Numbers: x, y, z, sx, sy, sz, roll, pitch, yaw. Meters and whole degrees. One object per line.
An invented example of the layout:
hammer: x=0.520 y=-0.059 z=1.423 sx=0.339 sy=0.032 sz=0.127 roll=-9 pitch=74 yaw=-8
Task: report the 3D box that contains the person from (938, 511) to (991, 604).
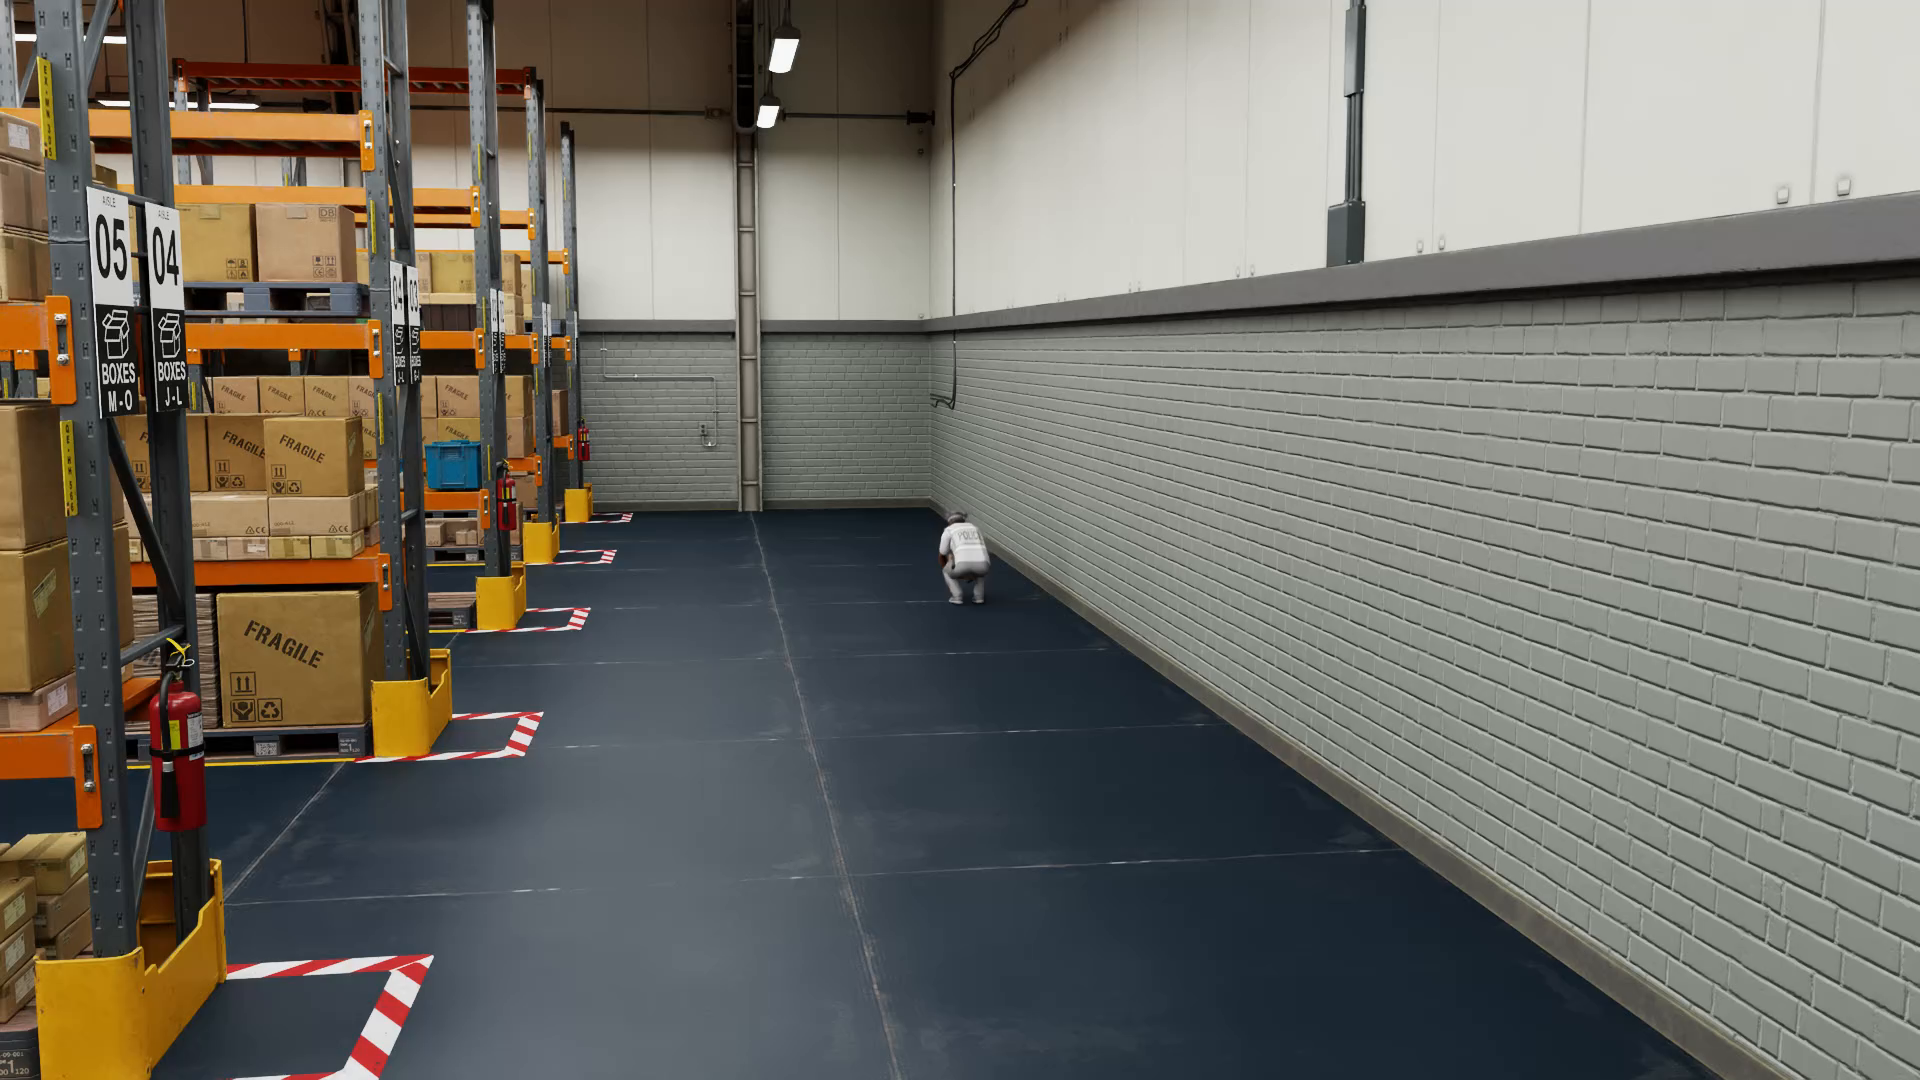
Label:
person: x=0.046 y=0.181 z=17.424 sx=0.495 sy=0.950 sz=0.841 roll=-1 pitch=7 yaw=-9
